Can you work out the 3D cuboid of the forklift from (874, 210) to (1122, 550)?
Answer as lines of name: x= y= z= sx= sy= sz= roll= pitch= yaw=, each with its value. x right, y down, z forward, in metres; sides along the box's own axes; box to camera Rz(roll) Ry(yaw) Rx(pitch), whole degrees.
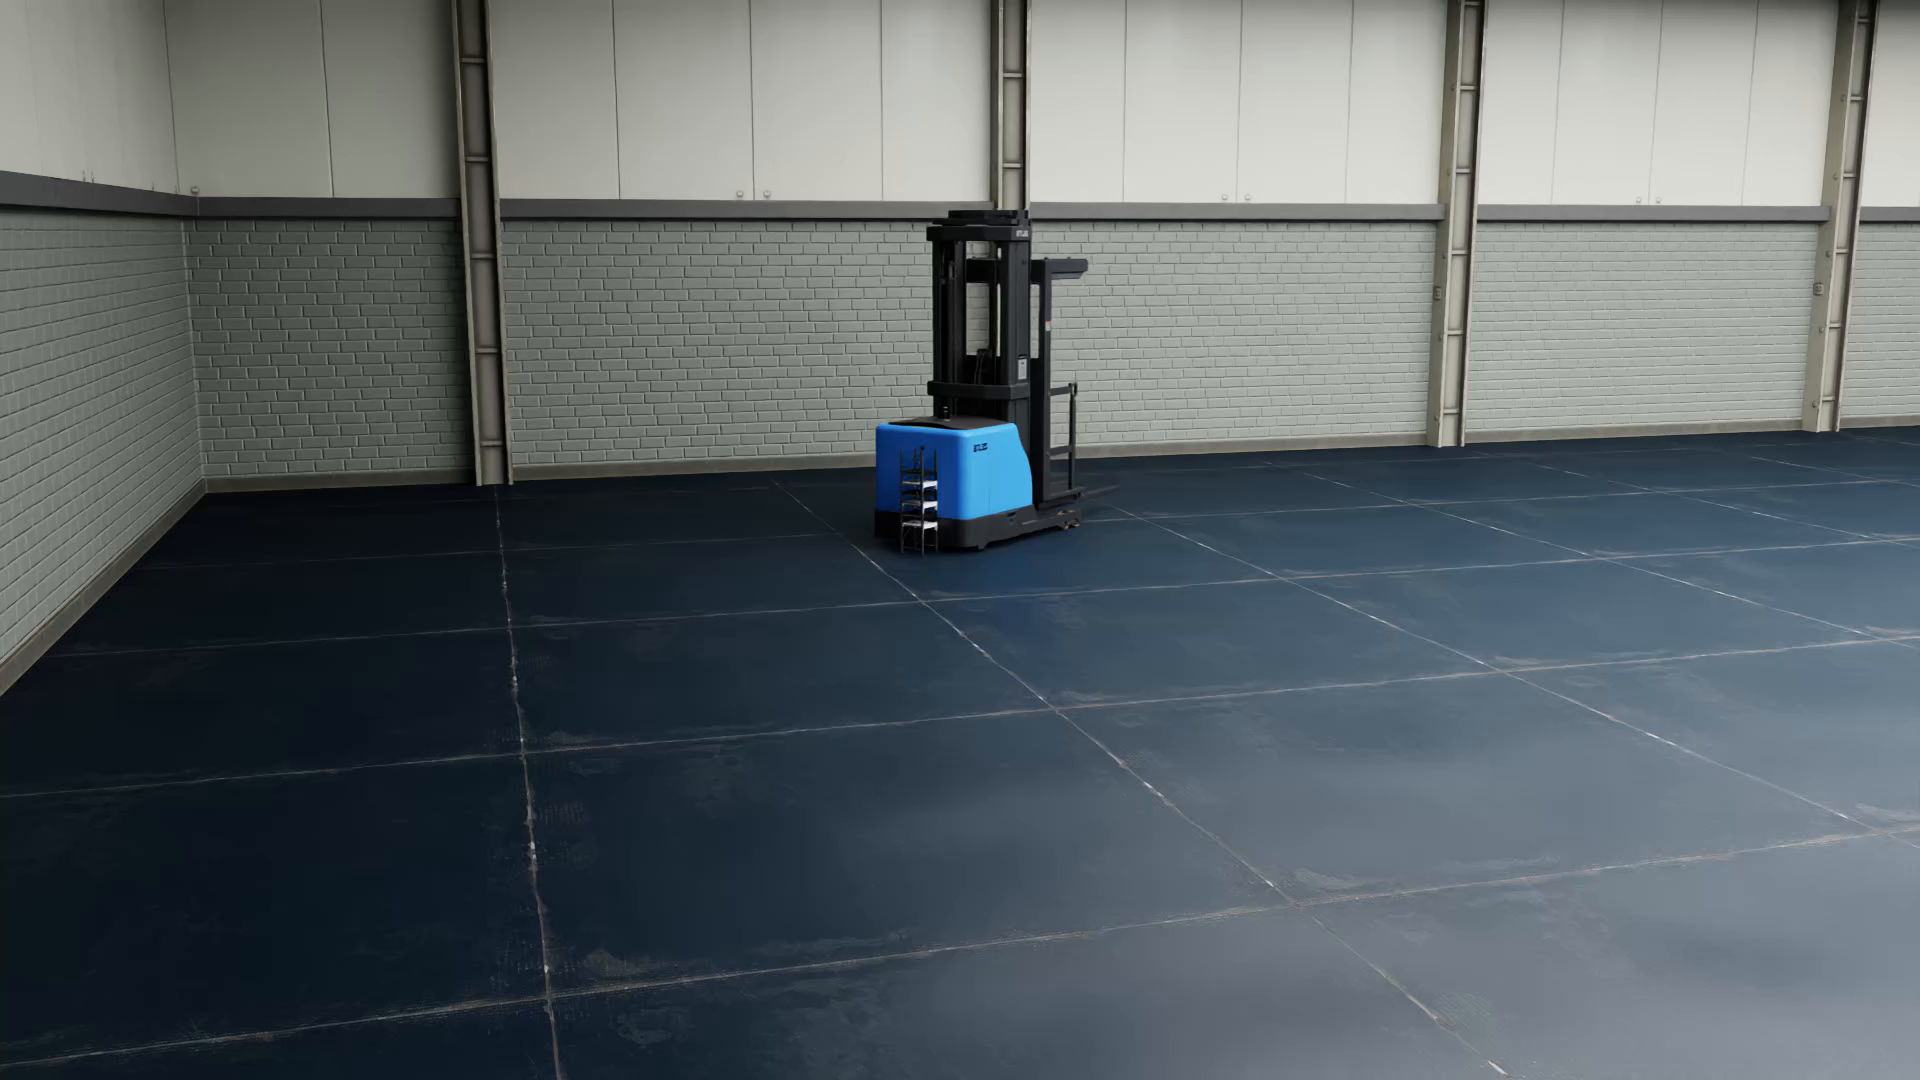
forklift: x=0.495 y=-1.577 z=15.517 sx=1.130 sy=2.935 sz=3.031 roll=7 pitch=13 yaw=34

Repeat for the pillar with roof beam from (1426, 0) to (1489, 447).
pillar with roof beam: x=7.552 y=-4.917 z=16.899 sx=0.400 sy=9.000 sz=9.100 roll=-3 pitch=11 yaw=-16

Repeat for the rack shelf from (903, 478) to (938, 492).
rack shelf: x=-0.355 y=-0.471 z=14.308 sx=0.258 sy=0.077 sz=0.200 roll=7 pitch=13 yaw=34

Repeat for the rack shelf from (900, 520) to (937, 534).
rack shelf: x=-0.355 y=-0.117 z=14.373 sx=0.258 sy=0.077 sz=0.200 roll=7 pitch=13 yaw=34

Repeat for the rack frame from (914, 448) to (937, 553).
rack frame: x=-0.297 y=-0.342 z=14.417 sx=0.240 sy=0.900 sz=0.006 roll=7 pitch=13 yaw=34

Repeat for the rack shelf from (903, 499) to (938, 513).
rack shelf: x=-0.355 y=-0.294 z=14.341 sx=0.258 sy=0.077 sz=0.200 roll=7 pitch=13 yaw=34

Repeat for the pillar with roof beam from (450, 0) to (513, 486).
pillar with roof beam: x=-3.970 y=-4.309 z=13.601 sx=0.400 sy=9.000 sz=9.100 roll=-3 pitch=11 yaw=-16

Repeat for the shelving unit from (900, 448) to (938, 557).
shelving unit: x=-0.355 y=-0.327 z=14.335 sx=0.258 sy=0.900 sz=0.210 roll=7 pitch=13 yaw=34

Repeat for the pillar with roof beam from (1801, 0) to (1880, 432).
pillar with roof beam: x=13.313 y=-5.220 z=18.548 sx=0.400 sy=9.000 sz=9.100 roll=-3 pitch=11 yaw=-16

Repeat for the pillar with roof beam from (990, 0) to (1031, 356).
pillar with roof beam: x=1.791 y=-4.613 z=15.250 sx=0.400 sy=9.000 sz=9.100 roll=-3 pitch=11 yaw=-16

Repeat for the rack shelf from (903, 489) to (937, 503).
rack shelf: x=-0.355 y=-0.382 z=14.325 sx=0.258 sy=0.077 sz=0.200 roll=7 pitch=13 yaw=34

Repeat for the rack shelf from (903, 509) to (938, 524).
rack shelf: x=-0.355 y=-0.205 z=14.357 sx=0.258 sy=0.077 sz=0.200 roll=7 pitch=13 yaw=34

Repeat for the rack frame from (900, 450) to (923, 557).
rack frame: x=-0.414 y=-0.311 z=14.253 sx=0.240 sy=0.900 sz=0.006 roll=7 pitch=13 yaw=34

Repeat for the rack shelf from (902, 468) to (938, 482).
rack shelf: x=-0.355 y=-0.559 z=14.292 sx=0.258 sy=0.077 sz=0.200 roll=7 pitch=13 yaw=34
